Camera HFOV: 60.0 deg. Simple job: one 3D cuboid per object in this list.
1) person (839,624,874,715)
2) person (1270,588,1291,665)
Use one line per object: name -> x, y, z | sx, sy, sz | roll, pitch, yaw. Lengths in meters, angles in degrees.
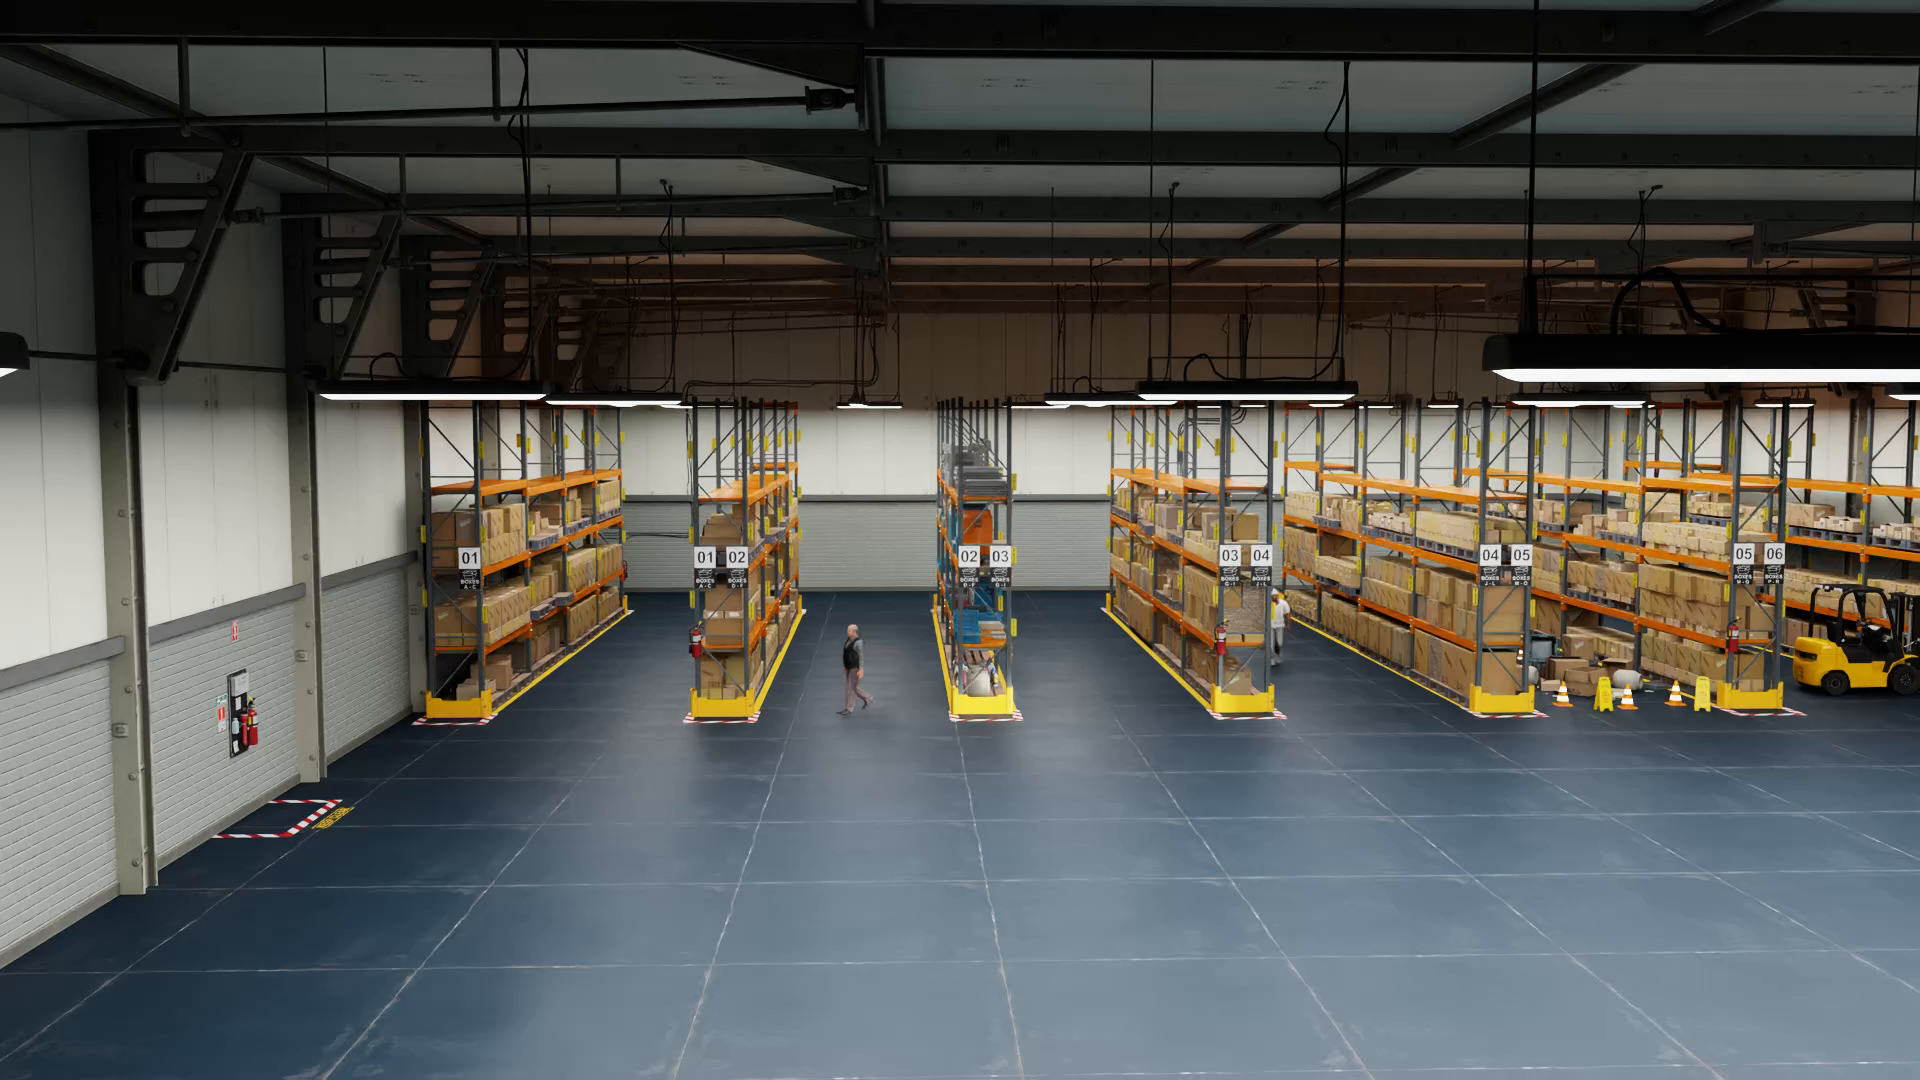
person -> -1.971, 2.441, 31.525 | 0.806, 1.706, 0.603 | -2, 5, -27
person -> 7.132, 1.955, 37.577 | 0.675, 1.747, 0.528 | 1, 5, 12
